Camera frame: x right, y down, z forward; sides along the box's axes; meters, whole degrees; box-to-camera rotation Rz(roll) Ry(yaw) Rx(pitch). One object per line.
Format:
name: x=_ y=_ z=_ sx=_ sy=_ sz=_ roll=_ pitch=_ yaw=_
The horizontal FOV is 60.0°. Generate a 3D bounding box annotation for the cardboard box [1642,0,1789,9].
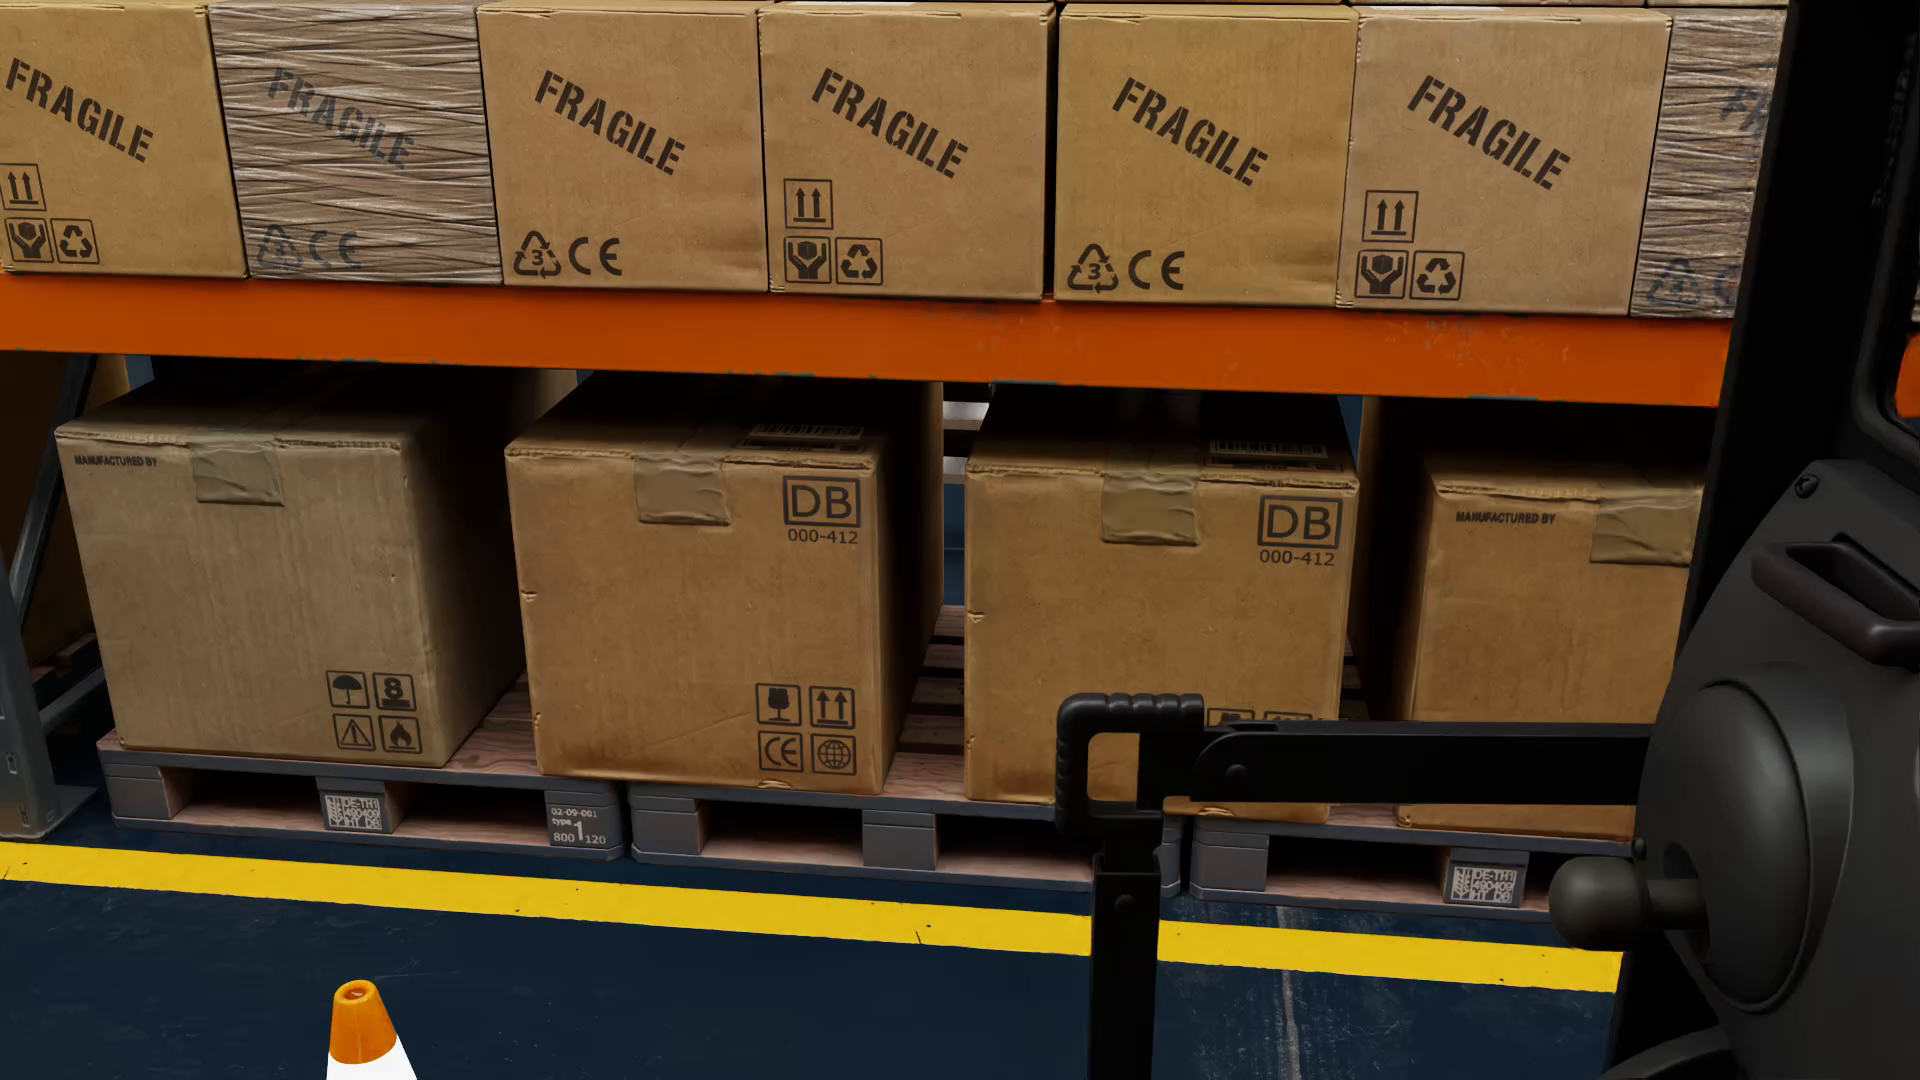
cardboard box: x=1.467 y=-1.262 z=3.057 sx=0.500 sy=0.500 sz=0.700 roll=2 pitch=22 yaw=6

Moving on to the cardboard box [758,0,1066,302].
cardboard box: x=-0.068 y=-0.760 z=3.147 sx=0.500 sy=0.500 sz=0.500 roll=3 pitch=22 yaw=7

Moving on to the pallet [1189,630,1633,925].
pallet: x=1.138 y=0.507 z=3.870 sx=1.213 sy=0.211 sz=1.003 roll=2 pitch=22 yaw=6

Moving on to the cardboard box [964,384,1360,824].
cardboard box: x=0.449 y=0.027 z=3.780 sx=0.750 sy=0.750 sz=1.050 roll=3 pitch=22 yaw=7

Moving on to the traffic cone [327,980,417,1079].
traffic cone: x=-0.906 y=0.888 z=2.564 sx=0.334 sy=0.463 sz=0.336 roll=2 pitch=22 yaw=6

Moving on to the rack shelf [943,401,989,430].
rack shelf: x=0.008 y=-0.387 z=5.286 sx=0.200 sy=0.077 sz=0.258 roll=2 pitch=22 yaw=6

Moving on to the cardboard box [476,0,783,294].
cardboard box: x=-0.572 y=-0.782 z=3.203 sx=0.500 sy=0.500 sz=0.500 roll=2 pitch=22 yaw=6

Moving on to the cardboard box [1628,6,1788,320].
cardboard box: x=1.433 y=-0.696 z=2.984 sx=0.500 sy=0.500 sz=0.500 roll=2 pitch=22 yaw=6

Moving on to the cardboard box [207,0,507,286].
cardboard box: x=-1.068 y=-0.805 z=3.260 sx=0.500 sy=0.500 sz=0.500 roll=3 pitch=22 yaw=7

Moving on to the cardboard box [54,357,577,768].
cardboard box: x=-1.433 y=-0.056 z=3.990 sx=0.750 sy=0.750 sz=1.050 roll=2 pitch=22 yaw=6

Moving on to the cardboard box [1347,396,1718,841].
cardboard box: x=1.318 y=0.064 z=3.687 sx=0.750 sy=0.750 sz=1.050 roll=2 pitch=22 yaw=6

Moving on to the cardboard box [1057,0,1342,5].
cardboard box: x=0.455 y=-1.305 z=3.165 sx=0.500 sy=0.500 sz=0.700 roll=2 pitch=22 yaw=5

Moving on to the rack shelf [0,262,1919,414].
rack shelf: x=-0.074 y=-0.480 z=3.552 sx=4.000 sy=0.370 sz=1.077 roll=2 pitch=22 yaw=6

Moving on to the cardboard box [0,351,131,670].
cardboard box: x=-2.677 y=-0.161 z=4.086 sx=0.875 sy=0.875 sz=0.875 roll=3 pitch=22 yaw=7

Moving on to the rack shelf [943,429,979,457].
rack shelf: x=0.008 y=-0.303 z=5.319 sx=0.200 sy=0.077 sz=0.258 roll=2 pitch=22 yaw=6

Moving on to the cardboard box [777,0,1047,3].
cardboard box: x=-0.053 y=-1.327 z=3.221 sx=0.500 sy=0.500 sz=0.700 roll=2 pitch=22 yaw=6

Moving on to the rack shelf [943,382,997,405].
rack shelf: x=0.008 y=-0.471 z=5.253 sx=0.200 sy=0.077 sz=0.258 roll=2 pitch=22 yaw=6

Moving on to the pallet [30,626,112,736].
pallet: x=-2.806 y=0.334 z=4.307 sx=1.213 sy=0.211 sz=1.003 roll=2 pitch=22 yaw=6

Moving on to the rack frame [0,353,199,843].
rack frame: x=-2.060 y=-0.901 z=3.639 sx=0.127 sy=3.000 sz=1.000 roll=2 pitch=22 yaw=6

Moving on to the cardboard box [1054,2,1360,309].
cardboard box: x=0.441 y=-0.740 z=3.095 sx=0.500 sy=0.500 sz=0.500 roll=2 pitch=22 yaw=5

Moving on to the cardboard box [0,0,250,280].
cardboard box: x=-1.570 y=-0.826 z=3.314 sx=0.500 sy=0.500 sz=0.500 roll=3 pitch=22 yaw=7

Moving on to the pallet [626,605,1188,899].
pallet: x=-0.070 y=0.454 z=4.005 sx=1.213 sy=0.211 sz=1.003 roll=2 pitch=22 yaw=6

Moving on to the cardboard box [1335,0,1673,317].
cardboard box: x=0.938 y=-0.718 z=3.040 sx=0.500 sy=0.500 sz=0.500 roll=2 pitch=22 yaw=6

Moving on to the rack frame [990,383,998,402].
rack frame: x=0.109 y=-0.414 z=5.262 sx=0.006 sy=0.900 sz=0.240 roll=2 pitch=22 yaw=6

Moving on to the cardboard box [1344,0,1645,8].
cardboard box: x=0.965 y=-1.284 z=3.111 sx=0.500 sy=0.500 sz=0.700 roll=2 pitch=22 yaw=6

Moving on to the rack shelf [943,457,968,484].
rack shelf: x=0.008 y=-0.220 z=5.352 sx=0.200 sy=0.077 sz=0.258 roll=2 pitch=22 yaw=6

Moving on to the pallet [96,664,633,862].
pallet: x=-1.285 y=0.402 z=4.137 sx=1.213 sy=0.211 sz=1.003 roll=2 pitch=22 yaw=6

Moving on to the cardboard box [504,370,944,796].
cardboard box: x=-0.476 y=-0.013 z=3.881 sx=0.750 sy=0.750 sz=1.050 roll=2 pitch=22 yaw=6

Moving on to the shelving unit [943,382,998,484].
shelving unit: x=0.008 y=-0.418 z=5.273 sx=0.210 sy=0.900 sz=0.258 roll=2 pitch=22 yaw=6
